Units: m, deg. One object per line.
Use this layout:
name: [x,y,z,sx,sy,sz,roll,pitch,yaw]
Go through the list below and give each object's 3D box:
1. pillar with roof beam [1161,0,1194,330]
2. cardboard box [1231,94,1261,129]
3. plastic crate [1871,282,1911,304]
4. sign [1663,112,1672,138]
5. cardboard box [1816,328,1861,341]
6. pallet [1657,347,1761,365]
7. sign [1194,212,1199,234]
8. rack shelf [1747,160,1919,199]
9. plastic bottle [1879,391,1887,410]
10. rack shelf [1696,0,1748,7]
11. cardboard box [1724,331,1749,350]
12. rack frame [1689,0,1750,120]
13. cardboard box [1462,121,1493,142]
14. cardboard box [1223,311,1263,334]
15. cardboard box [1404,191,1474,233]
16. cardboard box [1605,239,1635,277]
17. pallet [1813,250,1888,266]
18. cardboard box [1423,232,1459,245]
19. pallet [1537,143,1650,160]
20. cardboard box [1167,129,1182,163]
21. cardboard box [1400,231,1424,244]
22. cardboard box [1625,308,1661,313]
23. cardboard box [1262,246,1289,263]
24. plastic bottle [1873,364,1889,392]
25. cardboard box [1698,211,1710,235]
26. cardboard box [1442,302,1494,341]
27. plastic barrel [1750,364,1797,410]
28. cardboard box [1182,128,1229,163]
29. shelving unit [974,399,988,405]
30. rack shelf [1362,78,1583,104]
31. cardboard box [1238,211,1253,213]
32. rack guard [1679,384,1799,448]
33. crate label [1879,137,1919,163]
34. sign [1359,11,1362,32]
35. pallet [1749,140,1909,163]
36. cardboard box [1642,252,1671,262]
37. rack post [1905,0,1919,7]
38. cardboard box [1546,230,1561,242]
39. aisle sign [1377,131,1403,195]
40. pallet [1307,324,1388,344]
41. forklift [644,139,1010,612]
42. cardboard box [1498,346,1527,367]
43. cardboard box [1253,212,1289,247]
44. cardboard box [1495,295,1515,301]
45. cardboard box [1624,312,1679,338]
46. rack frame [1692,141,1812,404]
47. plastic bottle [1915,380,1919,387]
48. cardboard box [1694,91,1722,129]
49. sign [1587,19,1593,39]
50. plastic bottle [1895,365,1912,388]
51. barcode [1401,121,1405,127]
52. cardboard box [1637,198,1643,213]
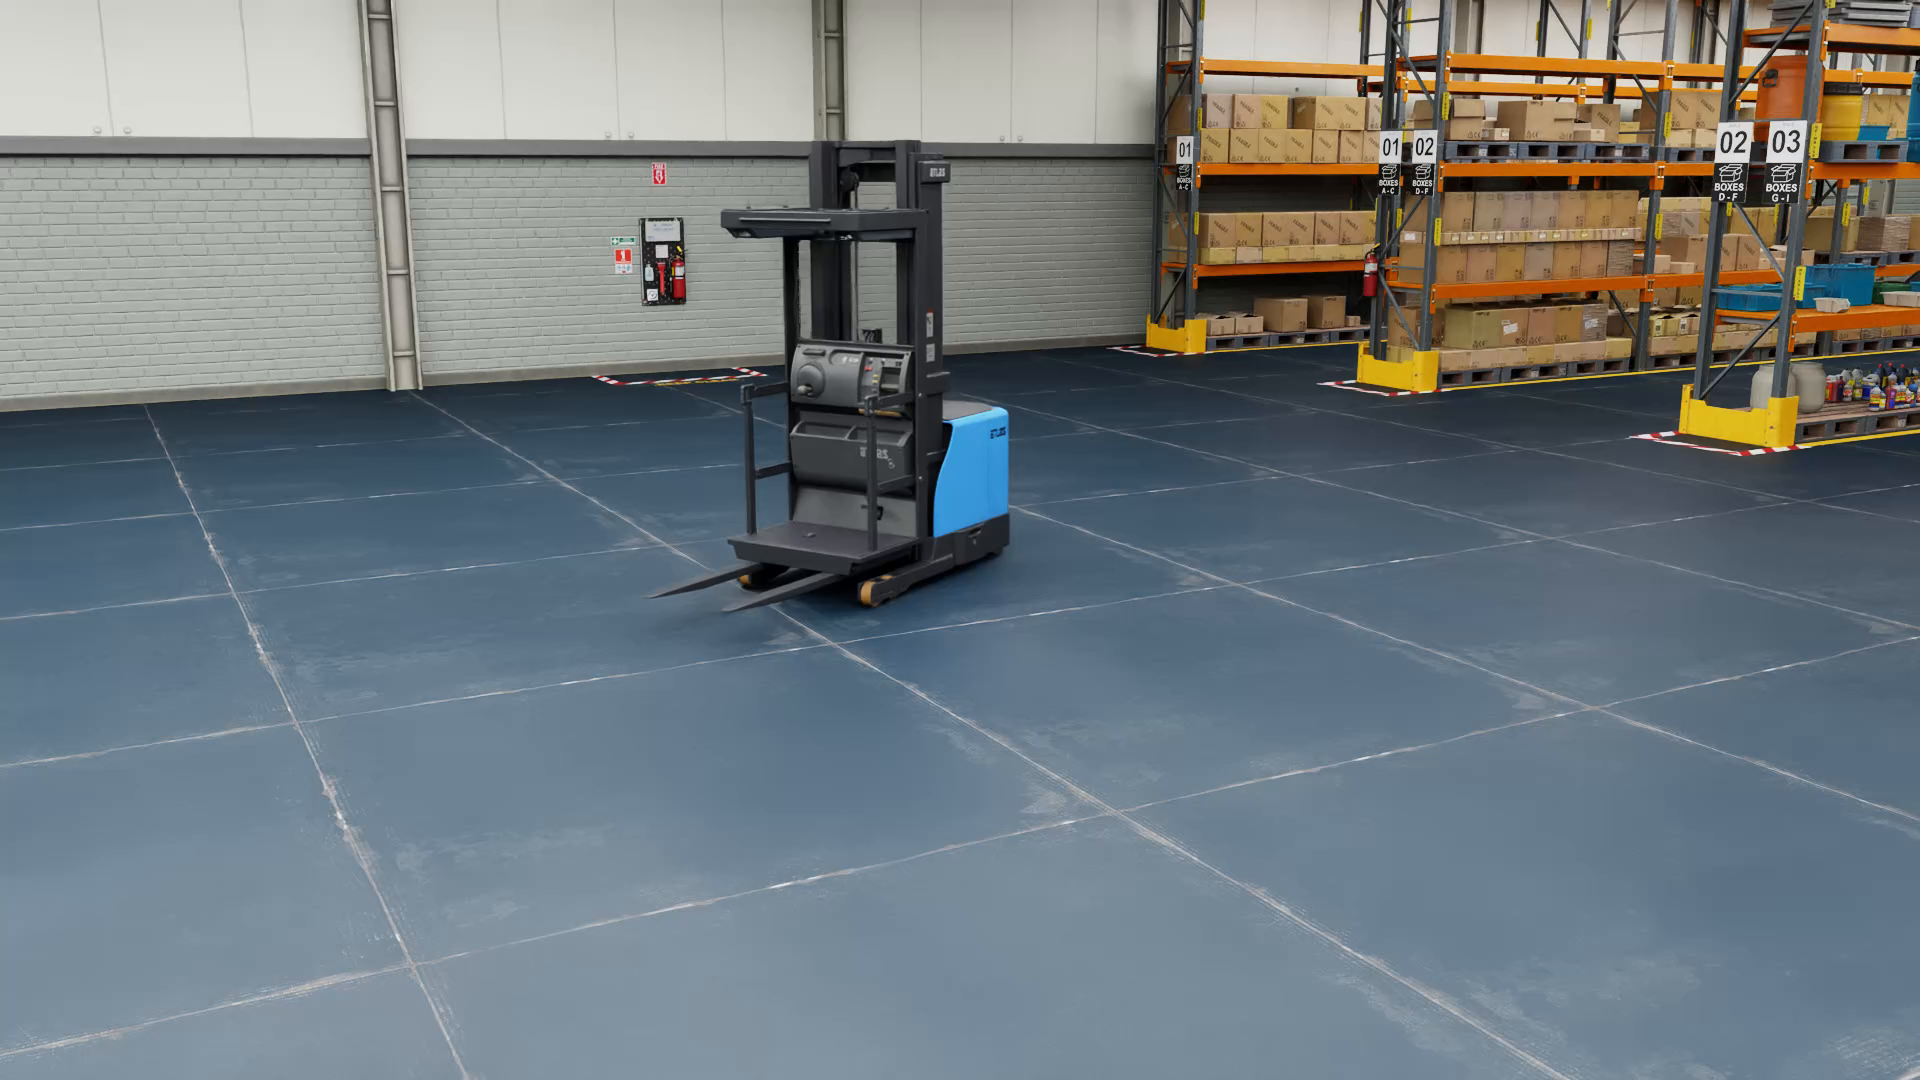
pillar with roof beam: [5.529,-6.748,22.098,0.400,9.000,9.100,-7,14,-28]
cardboard box: [4.186,-6.457,25.086,0.500,0.500,0.500,-7,14,-29]
plastic crate: [10.198,-2.730,18.392,0.662,0.188,0.450,-7,14,-28]
sign: [9.422,-5.524,22.135,0.005,0.325,0.100,-7,14,-28]
cardboard box: [13.202,-3.286,25.069,0.500,0.500,0.500,-6,14,-25]
pallet: [10.855,-2.731,24.263,1.213,0.211,1.003,-7,14,-28]
sign: [3.527,-4.728,24.815,0.005,0.325,0.100,-7,14,-28]
rack shelf: [9.769,-3.824,17.576,4.000,0.370,1.077,-7,14,-28]
plastic bottle: [9.845,-1.492,17.779,0.097,0.201,0.097,0,13,0]
rack shelf: [12.044,-9.660,29.105,4.000,0.370,1.077,-7,14,-28]
cardboard box: [10.977,-2.897,23.956,0.500,0.250,0.500,-7,14,-27]
rack frame: [13.800,-8.600,30.326,0.127,3.000,1.000,-7,14,-28]
cardboard box: [6.528,-5.292,21.524,0.500,0.250,0.500,-7,14,-28]
cardboard box: [4.418,-3.429,26.135,0.500,0.311,0.500,-6,14,-23]
cardboard box: [6.106,-4.190,21.213,0.500,0.500,0.700,-7,14,-28]
cardboard box: [8.768,-3.878,22.781,0.500,0.500,0.700,-7,15,-29]
pallet: [13.227,-4.289,25.272,1.003,0.211,1.213,-7,14,-28]
cardboard box: [6.091,-3.821,21.052,0.250,0.149,0.380,-7,14,-28]
pallet: [8.418,-5.202,22.264,1.213,0.211,1.003,-7,14,-28]
cardboard box: [3.512,-6.025,25.444,0.500,0.500,0.500,-6,14,-24]
cardboard box: [5.888,-3.898,21.394,0.250,0.149,0.380,-7,15,-29]
cardboard box: [9.826,-3.168,23.882,0.500,0.311,0.500,-6,14,-26]
cardboard box: [4.746,-4.447,25.833,0.500,0.250,0.500,-7,15,-29]
plastic bottle: [10.452,-1.820,18.893,0.185,0.351,0.144,-8,15,-30]
cardboard box: [13.515,-5.779,30.507,0.500,0.500,0.500,-7,15,-29]
cardboard box: [6.842,-2.907,22.294,0.500,0.500,0.500,-7,14,-28]
plastic barrel: [8.555,-1.576,17.491,0.421,0.512,0.421,0,13,0]
cardboard box: [3.680,-5.919,24.975,0.500,0.500,0.500,-6,14,-26]
shelving unit: [0.047,-0.518,12.519,0.252,1.050,0.215,-7,14,-28]
rack shelf: [8.533,-7.422,27.644,4.000,0.370,1.077,-7,14,-28]
cardboard box: [4.477,-4.910,26.181,0.500,0.500,0.500,-7,15,-29]
rack guard: [8.058,-1.299,17.242,0.348,0.500,1.175,-7,14,-28]
crate label: [9.815,-4.025,17.170,0.408,0.251,0.502,-7,14,-28]
sign: [6.507,-8.397,26.939,0.005,0.325,0.100,-7,14,-28]
pallet: [8.787,-3.941,16.886,1.213,0.211,1.003,-7,14,-28]
cardboard box: [9.838,-3.939,23.588,0.258,0.266,0.396,-7,15,-29]
rack post: [9.699,-5.601,17.173,0.954,0.300,0.937,-7,15,-29]
cardboard box: [7.672,-4.011,21.893,0.250,0.149,0.380,-6,14,-26]
aisle sign: [5.445,-4.774,21.070,0.004,0.787,0.394,-7,14,-28]
pallet: [6.205,-3.393,27.207,1.213,0.211,1.003,-7,14,-28]
forklift: [-0.841,-1.117,10.896,1.130,2.935,3.031,8,15,31]
cardboard box: [7.097,-2.439,21.921,0.500,0.250,0.500,-7,14,-28]
cardboard box: [4.725,-4.808,25.731,0.500,0.500,0.500,-7,15,-30]
cardboard box: [9.174,-4.130,28.818,0.500,0.500,0.700,-7,14,-28]
cardboard box: [9.637,-3.009,23.179,0.500,0.311,0.500,-7,14,-28]
rack frame: [8.014,-2.501,16.891,0.127,3.000,1.000,-7,14,-28]
plastic bottle: [10.501,-1.614,18.151,0.135,0.276,0.152,-7,14,-27]
cardboard box: [10.204,-5.960,23.104,0.500,0.500,0.500,-5,14,-22]
sign: [10.557,-8.570,27.885,0.005,0.325,0.100,-7,14,-28]
plastic bottle: [10.686,-1.812,18.858,0.185,0.351,0.144,-7,14,-28]
barcode: [5.677,-5.327,21.296,0.075,0.075,0.001,-7,14,-28]
cardboard box: [11.719,-5.930,29.467,0.500,0.250,0.500,-7,14,-27]
